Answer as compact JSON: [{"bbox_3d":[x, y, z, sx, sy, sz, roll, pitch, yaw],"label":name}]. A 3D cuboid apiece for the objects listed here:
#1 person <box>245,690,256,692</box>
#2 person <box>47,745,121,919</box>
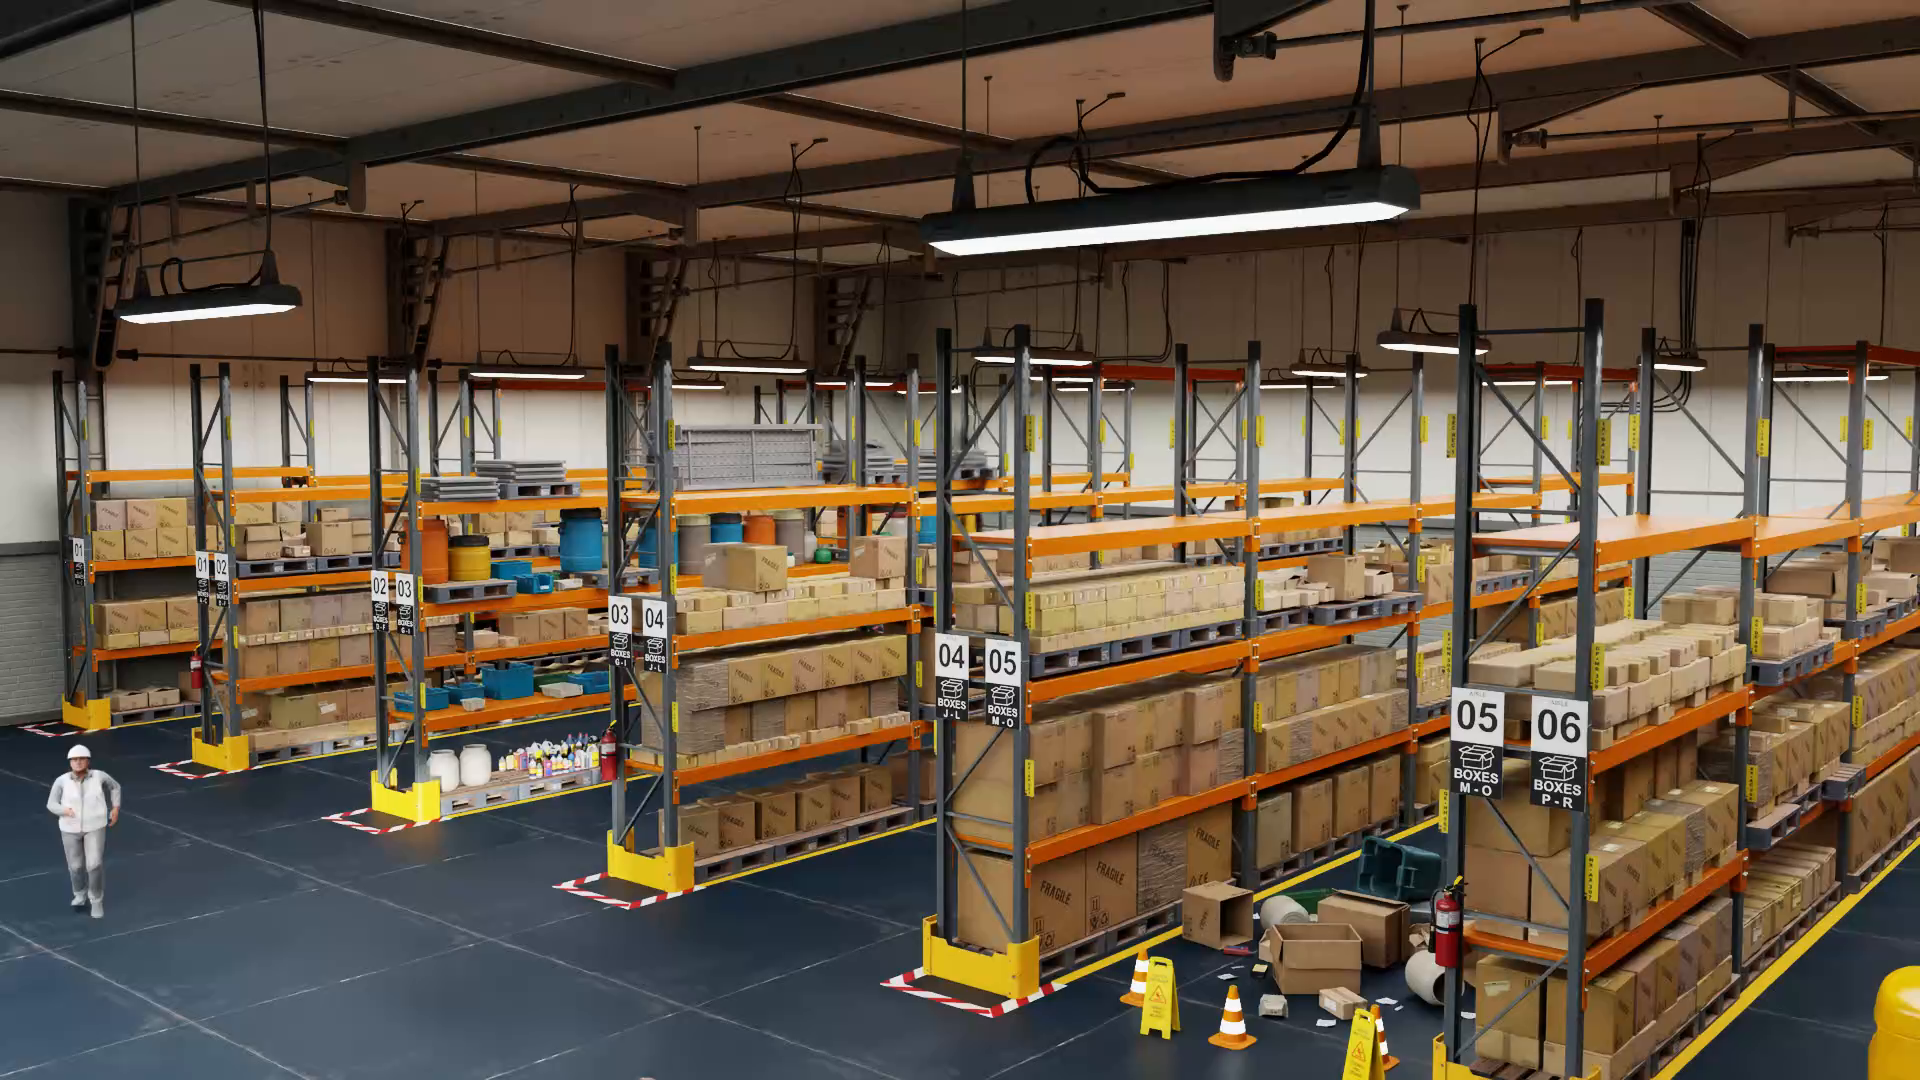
[{"bbox_3d":[-11.601,2.389,26.893,0.561,1.676,0.599,3,5,36],"label":"person"},{"bbox_3d":[-9.134,3.049,17.351,0.670,1.851,0.748,-2,4,-23],"label":"person"}]
